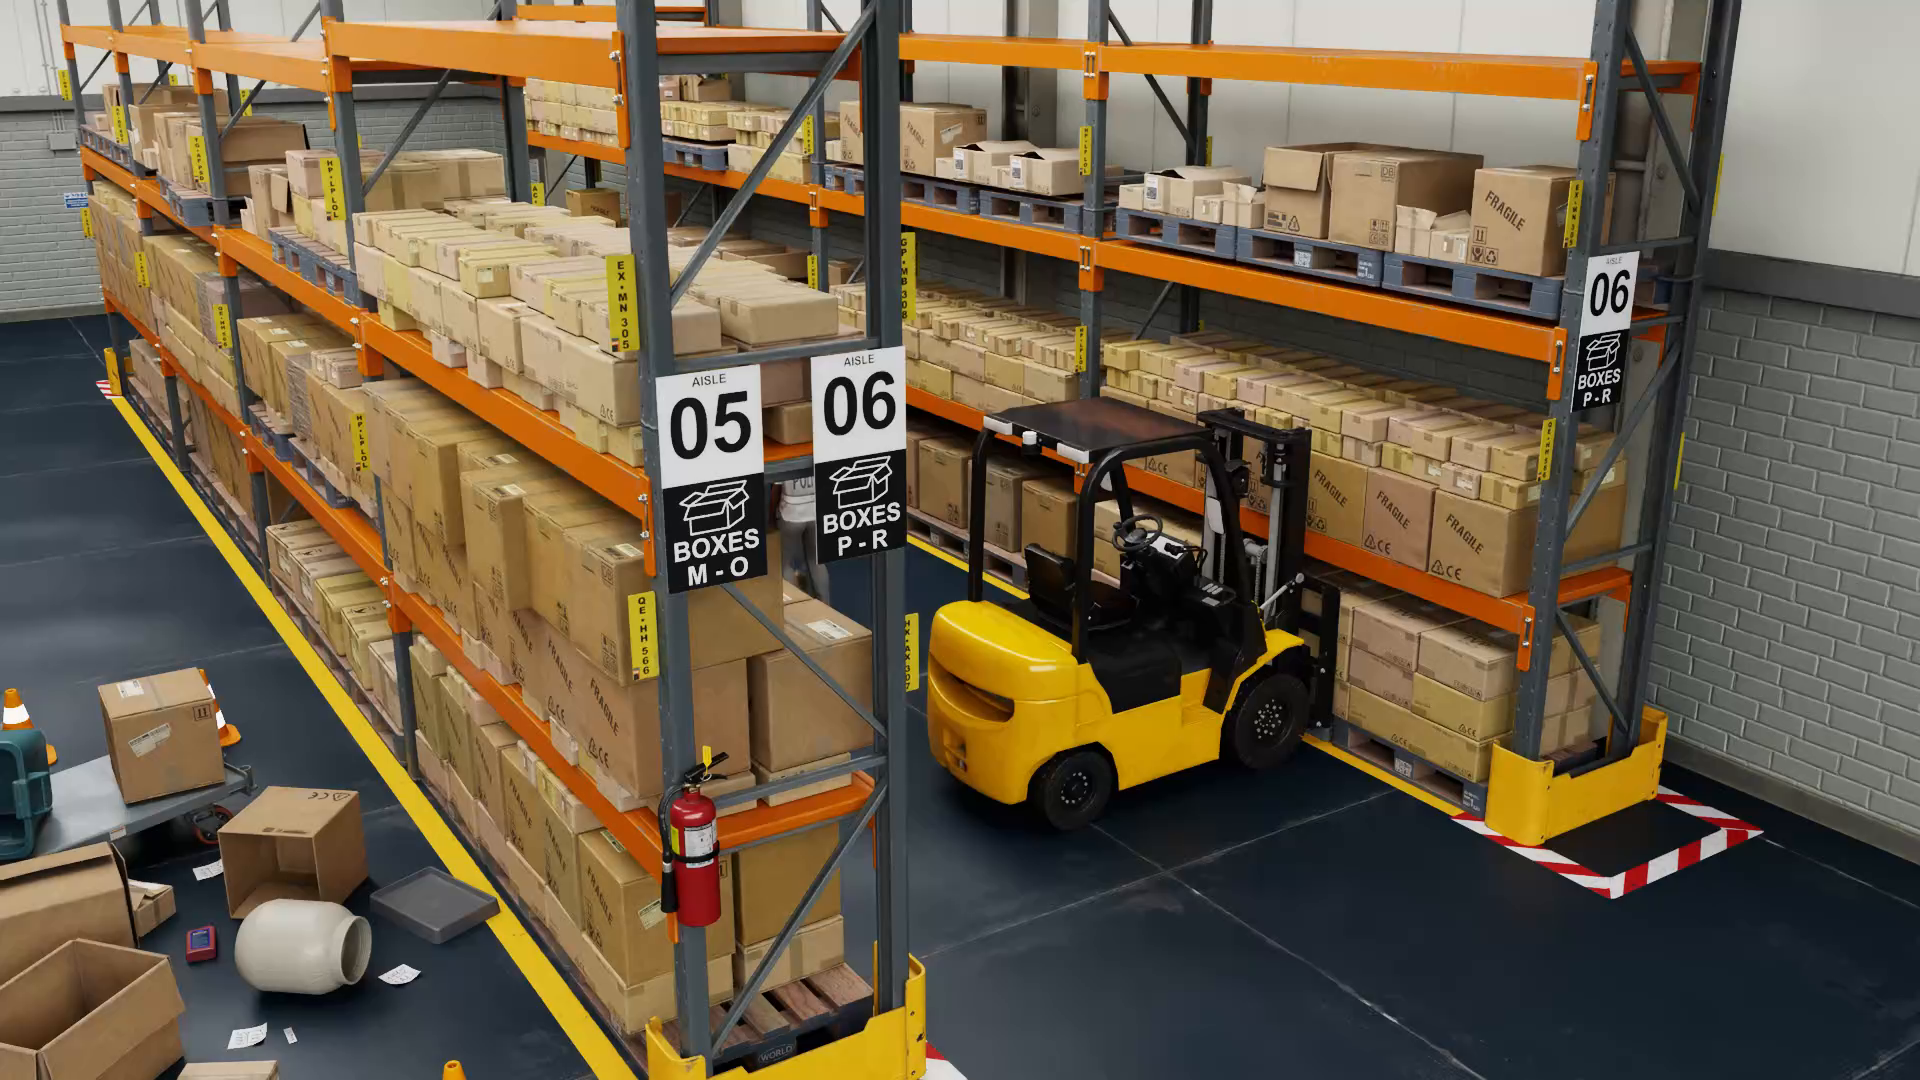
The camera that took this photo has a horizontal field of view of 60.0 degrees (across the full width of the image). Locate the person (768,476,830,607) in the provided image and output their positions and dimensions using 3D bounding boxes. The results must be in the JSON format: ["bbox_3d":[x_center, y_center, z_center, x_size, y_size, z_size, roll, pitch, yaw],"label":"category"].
[{"bbox_3d":[-1.176,-0.170,12.070,0.502,1.662,0.424,-12,22,-33],"label":"person"}]
